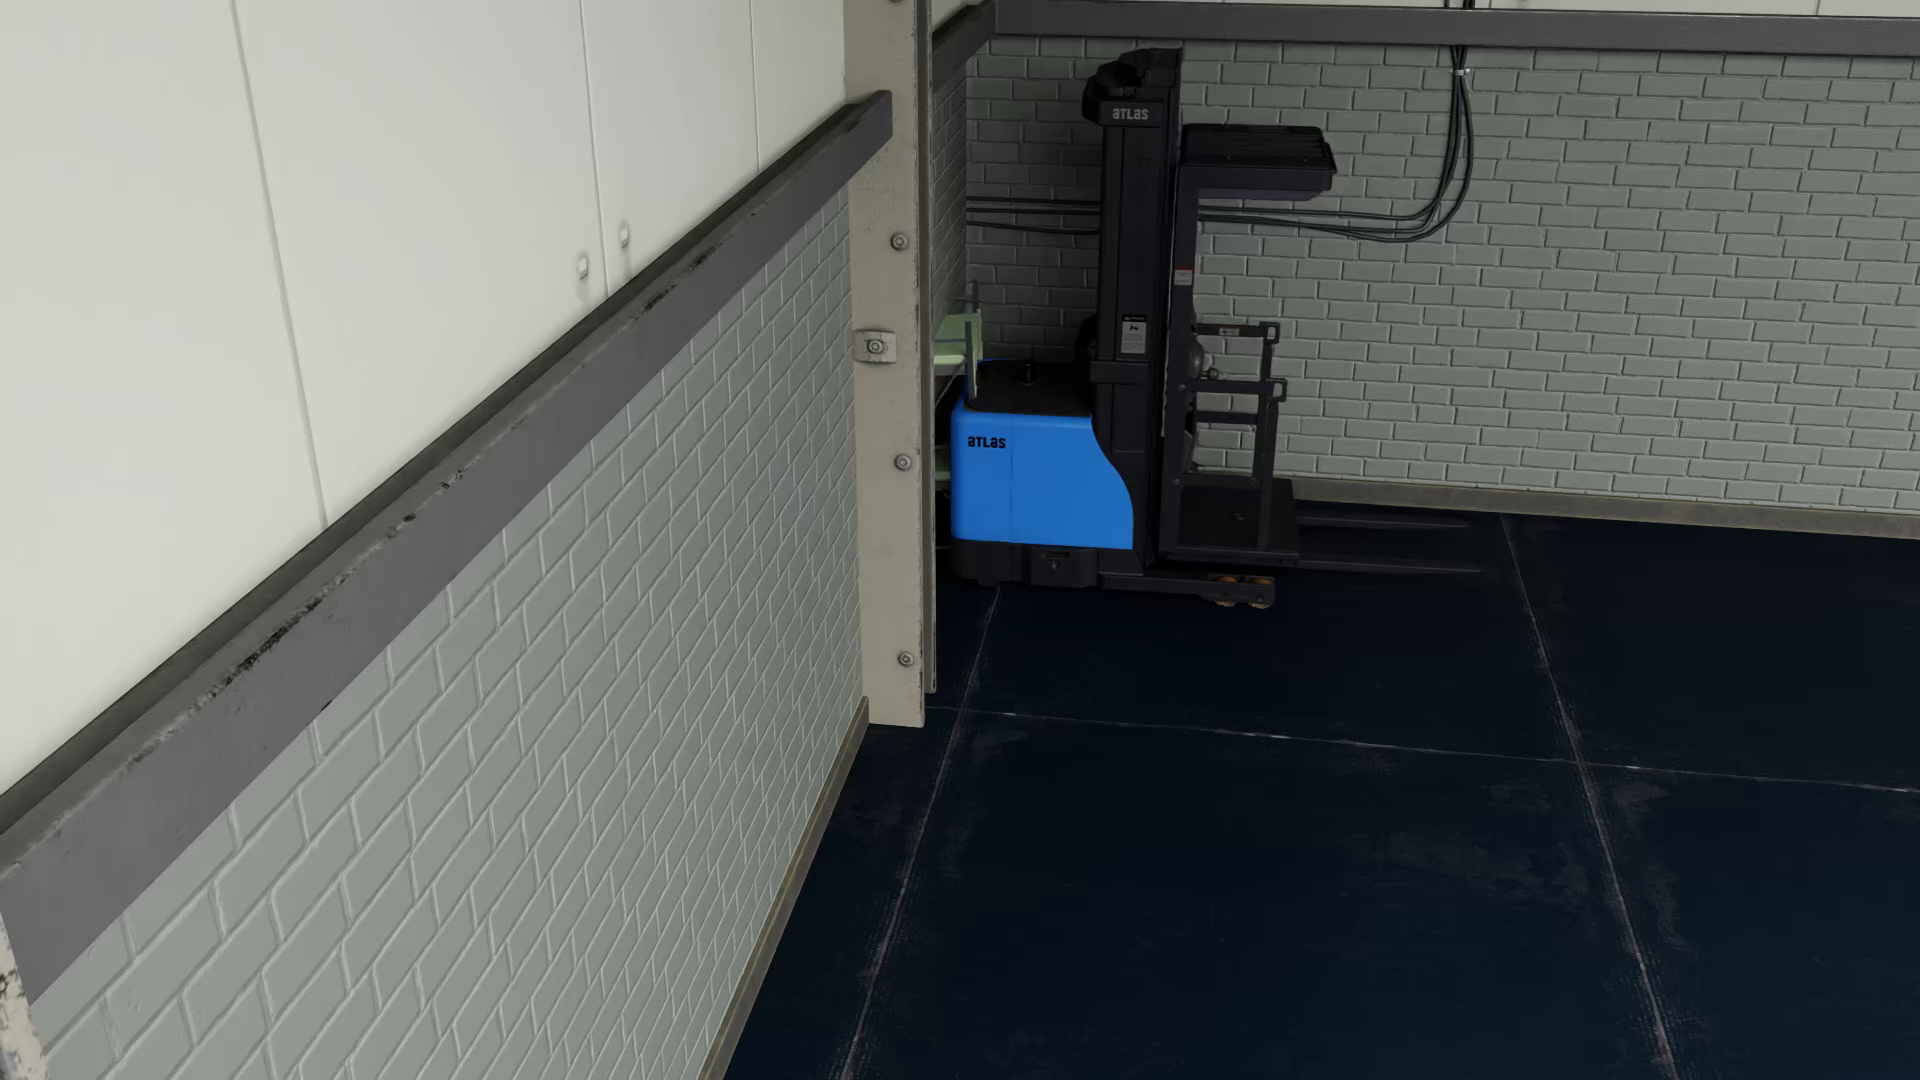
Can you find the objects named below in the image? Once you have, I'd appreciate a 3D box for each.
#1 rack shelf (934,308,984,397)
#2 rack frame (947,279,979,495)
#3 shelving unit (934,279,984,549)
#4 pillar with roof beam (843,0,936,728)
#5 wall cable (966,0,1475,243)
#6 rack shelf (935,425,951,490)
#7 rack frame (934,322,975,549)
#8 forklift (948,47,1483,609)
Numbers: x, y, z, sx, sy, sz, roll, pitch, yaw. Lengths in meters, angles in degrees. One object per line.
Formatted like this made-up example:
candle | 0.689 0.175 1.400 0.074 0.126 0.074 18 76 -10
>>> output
rack shelf | -0.096 -1.046 9.687 0.431 0.370 0.720 -1 27 5
rack frame | -0.052 -0.868 10.190 0.400 1.500 0.023 -1 27 5
shelving unit | -0.074 -0.700 9.866 0.431 1.500 0.755 -1 27 5
pillar with roof beam | 3.941 -2.939 5.915 9.100 9.000 0.400 4 25 9
wall cable | 1.480 -2.972 9.647 3.097 2.526 0.112 4 25 9
rack shelf | -0.056 -0.410 10.014 0.431 0.370 0.720 -1 27 5
rack frame | -0.096 -0.532 9.541 0.400 1.500 0.023 -1 27 5
forklift | 1.491 -1.180 9.314 3.031 2.935 1.130 3 25 7
